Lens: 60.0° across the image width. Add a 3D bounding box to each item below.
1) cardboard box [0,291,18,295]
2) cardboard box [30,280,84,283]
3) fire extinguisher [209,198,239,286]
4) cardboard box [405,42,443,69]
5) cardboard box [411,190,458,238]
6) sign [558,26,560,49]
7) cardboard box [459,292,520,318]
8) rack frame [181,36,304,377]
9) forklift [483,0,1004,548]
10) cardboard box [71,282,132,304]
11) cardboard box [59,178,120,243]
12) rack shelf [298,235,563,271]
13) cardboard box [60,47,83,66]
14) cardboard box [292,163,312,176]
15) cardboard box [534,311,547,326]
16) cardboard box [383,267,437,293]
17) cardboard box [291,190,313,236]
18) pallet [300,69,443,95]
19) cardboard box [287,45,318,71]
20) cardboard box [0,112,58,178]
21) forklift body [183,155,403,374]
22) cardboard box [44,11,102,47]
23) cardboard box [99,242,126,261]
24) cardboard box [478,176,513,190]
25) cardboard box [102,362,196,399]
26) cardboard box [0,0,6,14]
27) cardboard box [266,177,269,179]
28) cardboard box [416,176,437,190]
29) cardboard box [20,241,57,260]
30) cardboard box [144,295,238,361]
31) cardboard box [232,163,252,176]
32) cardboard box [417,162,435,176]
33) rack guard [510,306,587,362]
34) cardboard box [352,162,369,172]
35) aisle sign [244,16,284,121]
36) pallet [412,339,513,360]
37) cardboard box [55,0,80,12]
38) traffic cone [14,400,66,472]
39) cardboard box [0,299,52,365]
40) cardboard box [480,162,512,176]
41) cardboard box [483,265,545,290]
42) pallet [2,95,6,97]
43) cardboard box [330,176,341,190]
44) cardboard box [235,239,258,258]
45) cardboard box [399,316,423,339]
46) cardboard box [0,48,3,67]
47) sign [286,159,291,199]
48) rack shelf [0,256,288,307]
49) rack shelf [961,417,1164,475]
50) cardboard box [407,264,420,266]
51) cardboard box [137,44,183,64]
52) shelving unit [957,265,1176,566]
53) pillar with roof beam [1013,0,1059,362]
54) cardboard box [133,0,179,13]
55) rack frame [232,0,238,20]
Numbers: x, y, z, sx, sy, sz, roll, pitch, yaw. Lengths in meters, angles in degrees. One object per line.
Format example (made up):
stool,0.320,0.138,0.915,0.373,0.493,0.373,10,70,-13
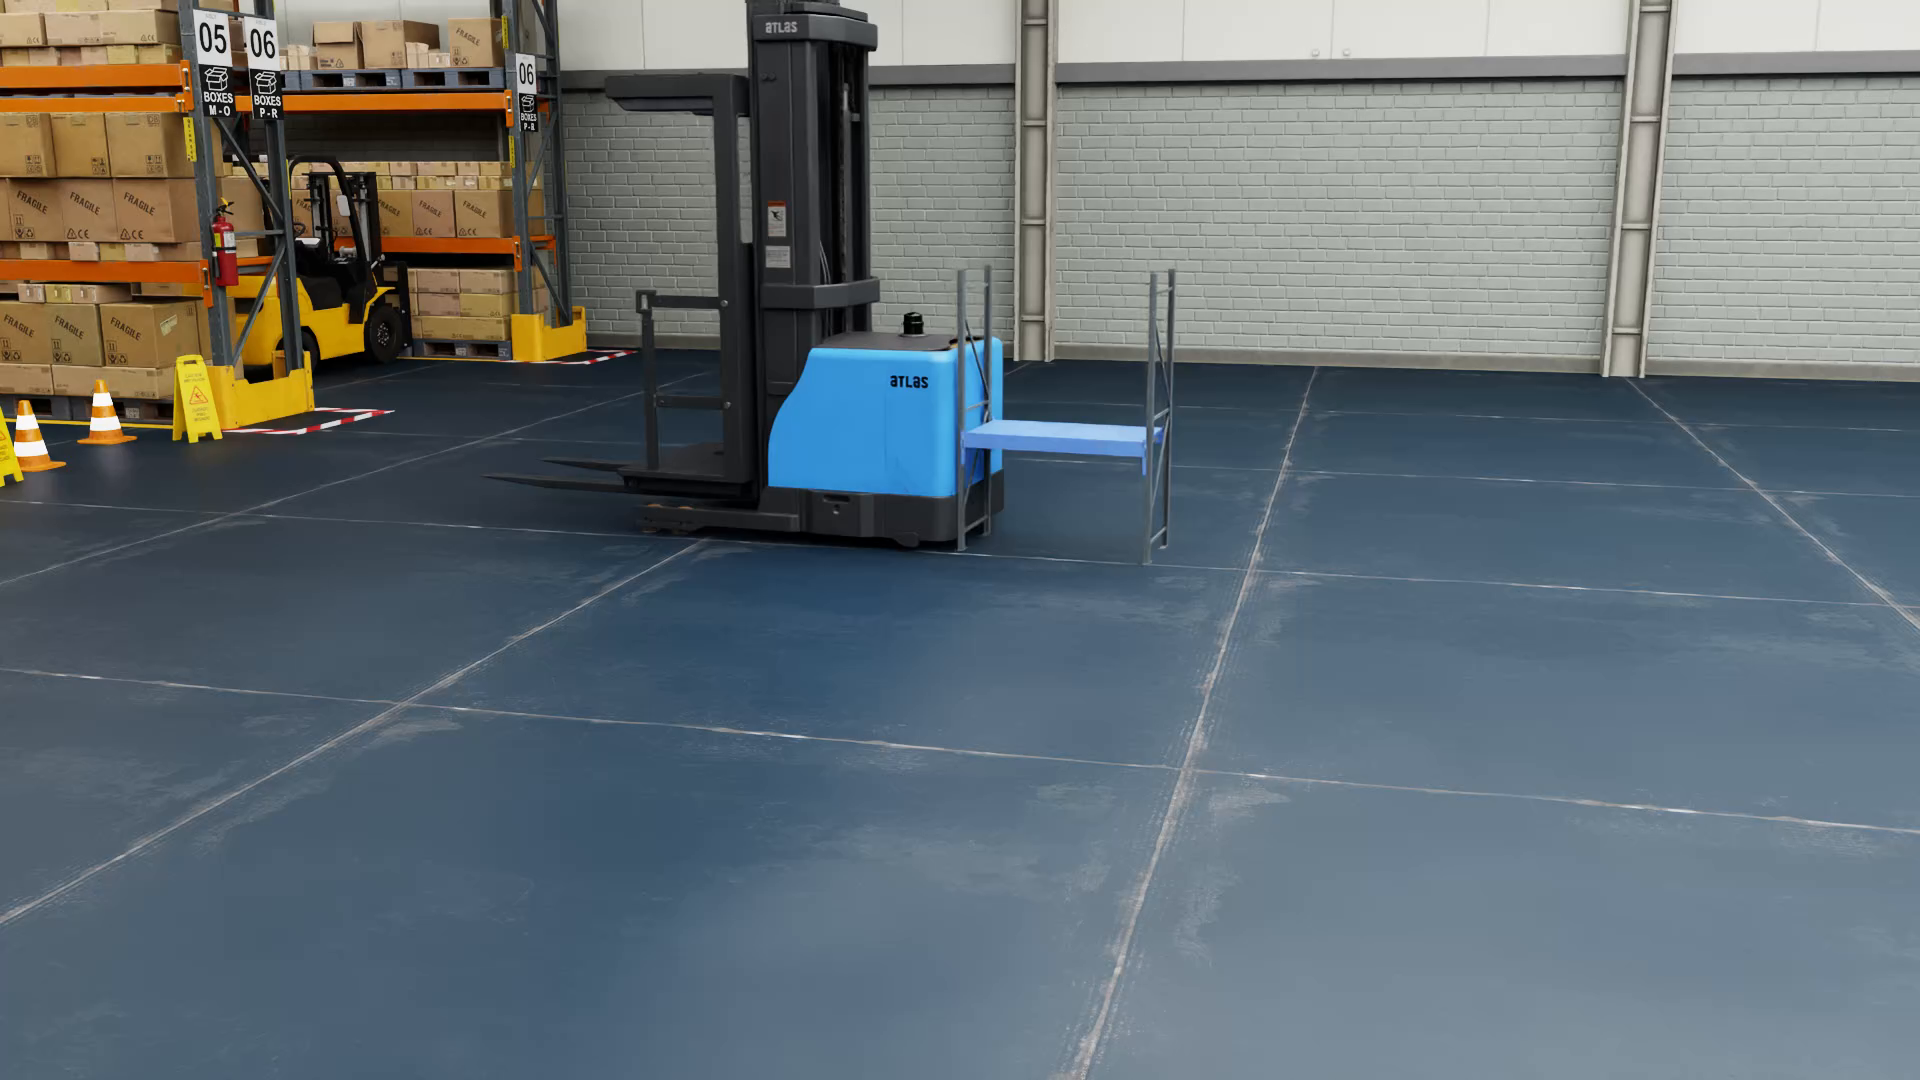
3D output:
cardboard box,-8.497,-1.902,14.529,0.500,0.500,0.500,3,13,15
cardboard box,-10.436,-2.869,19.751,0.625,0.625,0.875,3,13,11
fire extinguisher,-5.746,-2.325,12.968,0.183,0.674,0.296,3,13,14
cardboard box,-5.685,-5.155,17.728,0.258,0.266,0.396,3,13,14
cardboard box,-5.603,-3.558,18.115,0.500,0.500,0.500,3,13,15
sign,-4.422,-5.556,18.226,0.005,0.325,0.100,3,13,14
cardboard box,-5.108,-2.576,18.145,0.500,0.250,0.500,3,13,13
rack frame,-5.747,-2.466,13.424,0.127,3.000,1.000,3,13,14
forklift,-1.315,-1.559,9.494,3.031,2.935,1.130,4,13,18
cardboard box,-6.959,-2.003,13.487,0.250,0.149,0.380,3,13,15
cardboard box,-6.825,-2.657,13.368,0.500,0.500,0.500,3,13,14
rack shelf,-6.503,-3.263,18.675,4.000,0.370,1.077,3,13,14
cardboard box,-6.889,-3.822,13.188,0.250,0.149,0.380,3,13,14
cardboard box,-7.197,-4.101,18.376,0.250,0.149,0.380,3,13,13
cardboard box,-4.991,-2.439,18.682,0.500,0.250,0.500,3,13,14
cardboard box,-6.072,-2.868,18.308,0.500,0.250,0.500,3,13,14
cardboard box,-7.075,-3.639,18.479,0.500,0.500,0.500,3,13,13
pallet,-6.429,-5.036,18.287,1.213,0.211,1.003,3,13,14
cardboard box,-7.076,-5.229,18.063,0.258,0.266,0.396,3,13,12
cardboard box,-7.304,-3.161,13.332,0.500,0.500,0.700,3,13,13
forklift body,-6.839,-2.810,16.935,1.214,2.155,2.313,3,13,14
cardboard box,-6.793,-4.002,13.079,0.500,0.250,0.500,3,13,13
cardboard box,-6.677,-2.325,13.370,0.250,0.149,0.380,3,13,13
cardboard box,-4.965,-3.835,17.864,0.250,0.149,0.380,3,13,14
cardboard box,-6.619,-1.315,13.616,0.500,0.250,0.500,3,13,13
cardboard box,-7.643,-4.225,13.166,0.250,0.149,0.380,3,13,15
cardboard box,-7.465,-3.962,18.438,0.250,0.149,0.380,3,13,15
cardboard box,-5.695,-3.883,18.083,0.250,0.149,0.380,3,13,13
cardboard box,-7.420,-2.369,13.568,0.250,0.149,0.380,3,13,13
cardboard box,-6.487,-1.796,14.050,0.500,0.500,0.500,3,13,12
cardboard box,-7.926,-4.159,18.637,0.250,0.149,0.380,3,13,14
cardboard box,-5.691,-4.038,18.092,0.250,0.149,0.380,3,13,14
rack guard,-4.538,-2.288,18.394,0.348,0.500,1.175,3,13,14
cardboard box,-6.450,-4.073,18.253,0.250,0.149,0.380,3,13,14
aisle sign,-5.612,-3.797,13.421,0.004,0.787,0.394,3,13,14
pallet,-5.314,-2.180,18.570,1.213,0.211,1.003,3,13,14
cardboard box,-6.873,-4.207,13.086,0.250,0.149,0.380,3,13,14
traffic cone,-6.409,-0.728,11.445,0.334,0.463,0.336,3,13,14
cardboard box,-7.583,-1.736,13.778,0.500,0.500,0.500,3,13,12
cardboard box,-4.959,-3.995,17.900,0.250,0.149,0.380,3,13,14
cardboard box,-4.982,-2.926,18.565,0.500,0.250,0.500,3,13,13
pallet,-11.648,-5.281,19.622,1.003,0.211,1.213,4,13,16
cardboard box,-6.702,-3.927,18.279,0.250,0.149,0.380,3,13,12
cardboard box,-6.027,-2.405,13.726,0.250,0.149,0.380,3,13,14
cardboard box,-6.057,-2.386,18.443,0.500,0.250,0.500,3,13,14
cardboard box,-7.662,-3.838,13.261,0.250,0.149,0.380,3,13,13
sign,-5.617,-3.003,13.844,0.005,0.325,0.100,3,13,14
rack shelf,-7.688,-2.219,13.969,4.000,0.370,1.077,3,13,14
rack shelf,0.562,-0.508,8.891,1.000,0.185,0.538,4,13,18
cardboard box,-6.447,-3.007,18.932,0.500,0.250,0.500,3,13,12
cardboard box,-6.160,-3.767,12.944,0.250,0.149,0.380,3,13,14
shelving unit,0.562,-0.684,8.852,1.048,1.500,0.538,4,13,18
pillar with roof beam,-0.227,-5.448,13.013,0.400,9.000,9.100,3,13,14
cardboard box,-6.146,-4.153,12.839,0.250,0.149,0.380,3,13,14
rack frame,-8.445,-6.646,18.415,0.127,3.000,1.000,3,13,14
